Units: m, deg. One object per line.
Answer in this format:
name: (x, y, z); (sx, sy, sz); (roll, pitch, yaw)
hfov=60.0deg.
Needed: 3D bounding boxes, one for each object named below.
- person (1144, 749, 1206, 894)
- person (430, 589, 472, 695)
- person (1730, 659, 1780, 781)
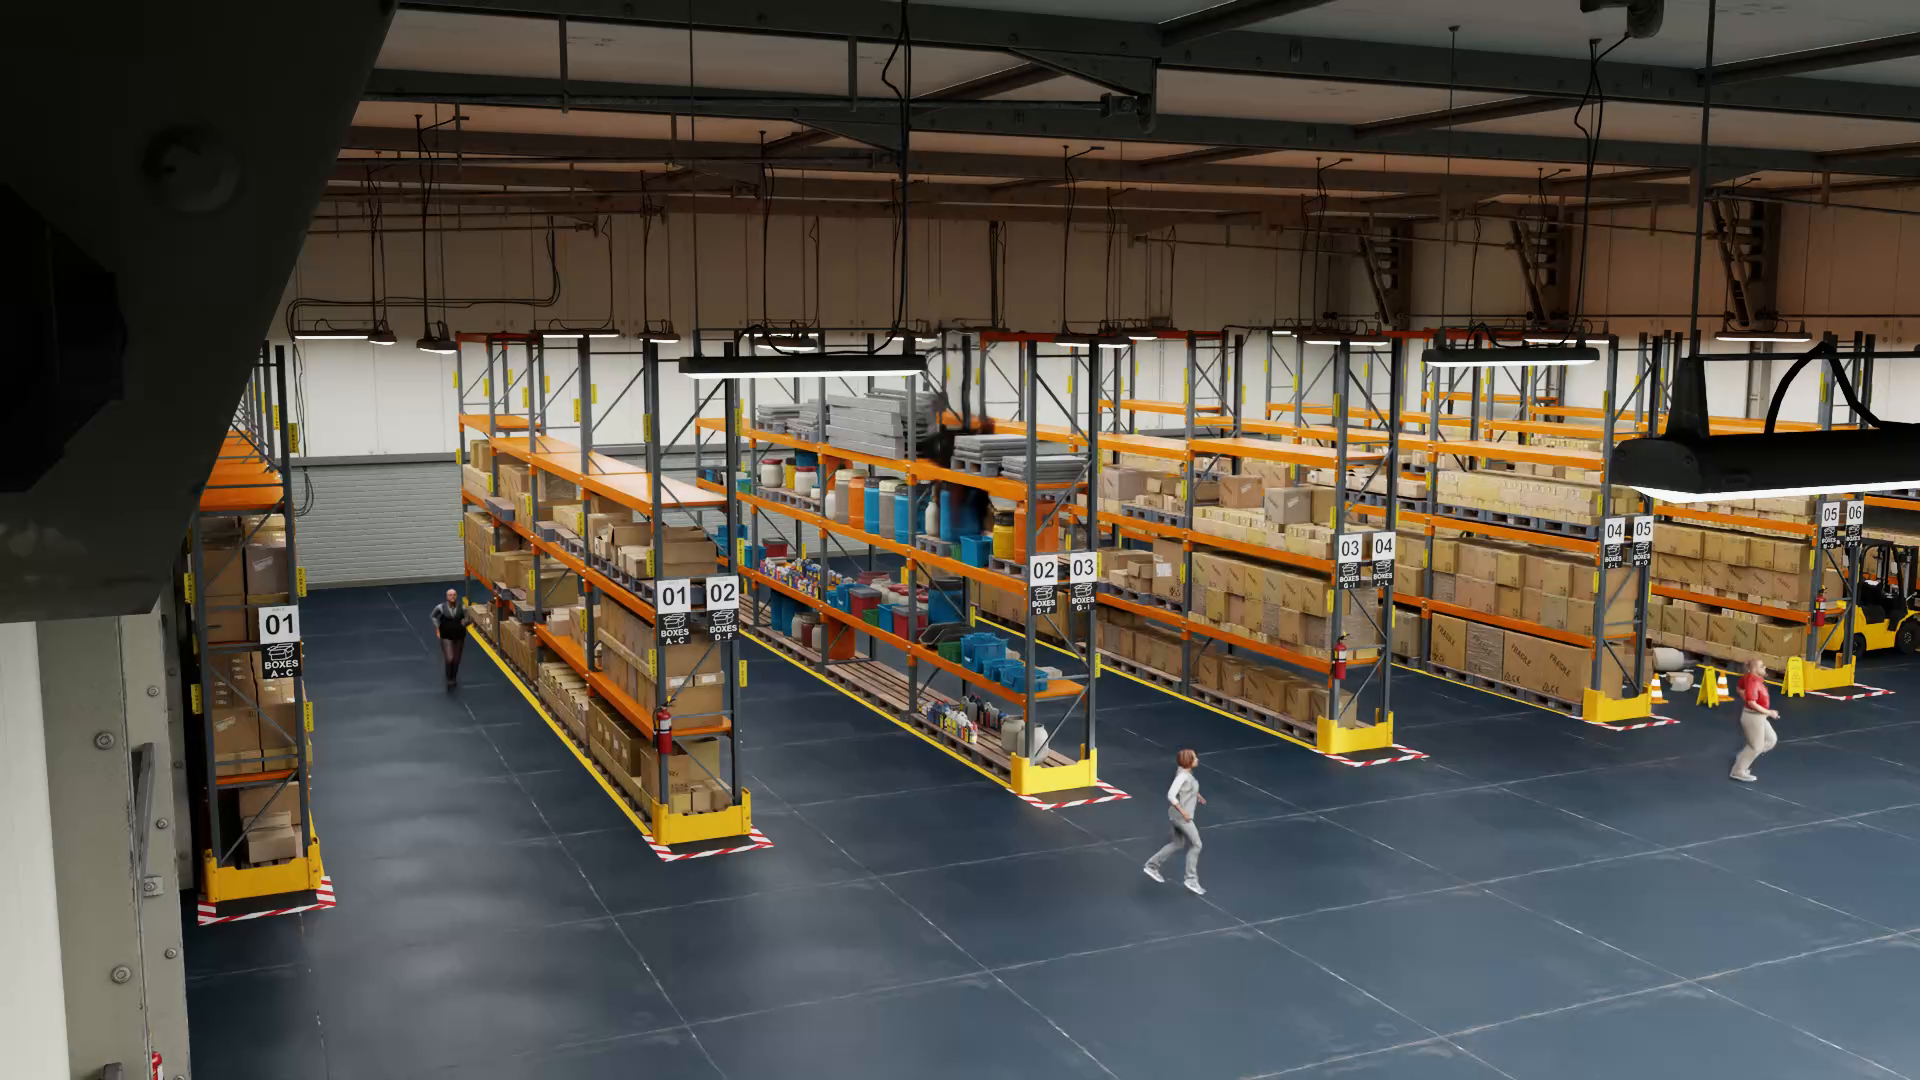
person: (2.376, 3.040, 18.333); (0.660, 1.539, 0.561); (1, 8, 5)
person: (-8.566, 1.710, 28.090); (0.638, 1.784, 0.781); (-5, 9, -31)
person: (10.871, 2.449, 22.695); (0.567, 1.684, 0.667); (3, 8, 23)
